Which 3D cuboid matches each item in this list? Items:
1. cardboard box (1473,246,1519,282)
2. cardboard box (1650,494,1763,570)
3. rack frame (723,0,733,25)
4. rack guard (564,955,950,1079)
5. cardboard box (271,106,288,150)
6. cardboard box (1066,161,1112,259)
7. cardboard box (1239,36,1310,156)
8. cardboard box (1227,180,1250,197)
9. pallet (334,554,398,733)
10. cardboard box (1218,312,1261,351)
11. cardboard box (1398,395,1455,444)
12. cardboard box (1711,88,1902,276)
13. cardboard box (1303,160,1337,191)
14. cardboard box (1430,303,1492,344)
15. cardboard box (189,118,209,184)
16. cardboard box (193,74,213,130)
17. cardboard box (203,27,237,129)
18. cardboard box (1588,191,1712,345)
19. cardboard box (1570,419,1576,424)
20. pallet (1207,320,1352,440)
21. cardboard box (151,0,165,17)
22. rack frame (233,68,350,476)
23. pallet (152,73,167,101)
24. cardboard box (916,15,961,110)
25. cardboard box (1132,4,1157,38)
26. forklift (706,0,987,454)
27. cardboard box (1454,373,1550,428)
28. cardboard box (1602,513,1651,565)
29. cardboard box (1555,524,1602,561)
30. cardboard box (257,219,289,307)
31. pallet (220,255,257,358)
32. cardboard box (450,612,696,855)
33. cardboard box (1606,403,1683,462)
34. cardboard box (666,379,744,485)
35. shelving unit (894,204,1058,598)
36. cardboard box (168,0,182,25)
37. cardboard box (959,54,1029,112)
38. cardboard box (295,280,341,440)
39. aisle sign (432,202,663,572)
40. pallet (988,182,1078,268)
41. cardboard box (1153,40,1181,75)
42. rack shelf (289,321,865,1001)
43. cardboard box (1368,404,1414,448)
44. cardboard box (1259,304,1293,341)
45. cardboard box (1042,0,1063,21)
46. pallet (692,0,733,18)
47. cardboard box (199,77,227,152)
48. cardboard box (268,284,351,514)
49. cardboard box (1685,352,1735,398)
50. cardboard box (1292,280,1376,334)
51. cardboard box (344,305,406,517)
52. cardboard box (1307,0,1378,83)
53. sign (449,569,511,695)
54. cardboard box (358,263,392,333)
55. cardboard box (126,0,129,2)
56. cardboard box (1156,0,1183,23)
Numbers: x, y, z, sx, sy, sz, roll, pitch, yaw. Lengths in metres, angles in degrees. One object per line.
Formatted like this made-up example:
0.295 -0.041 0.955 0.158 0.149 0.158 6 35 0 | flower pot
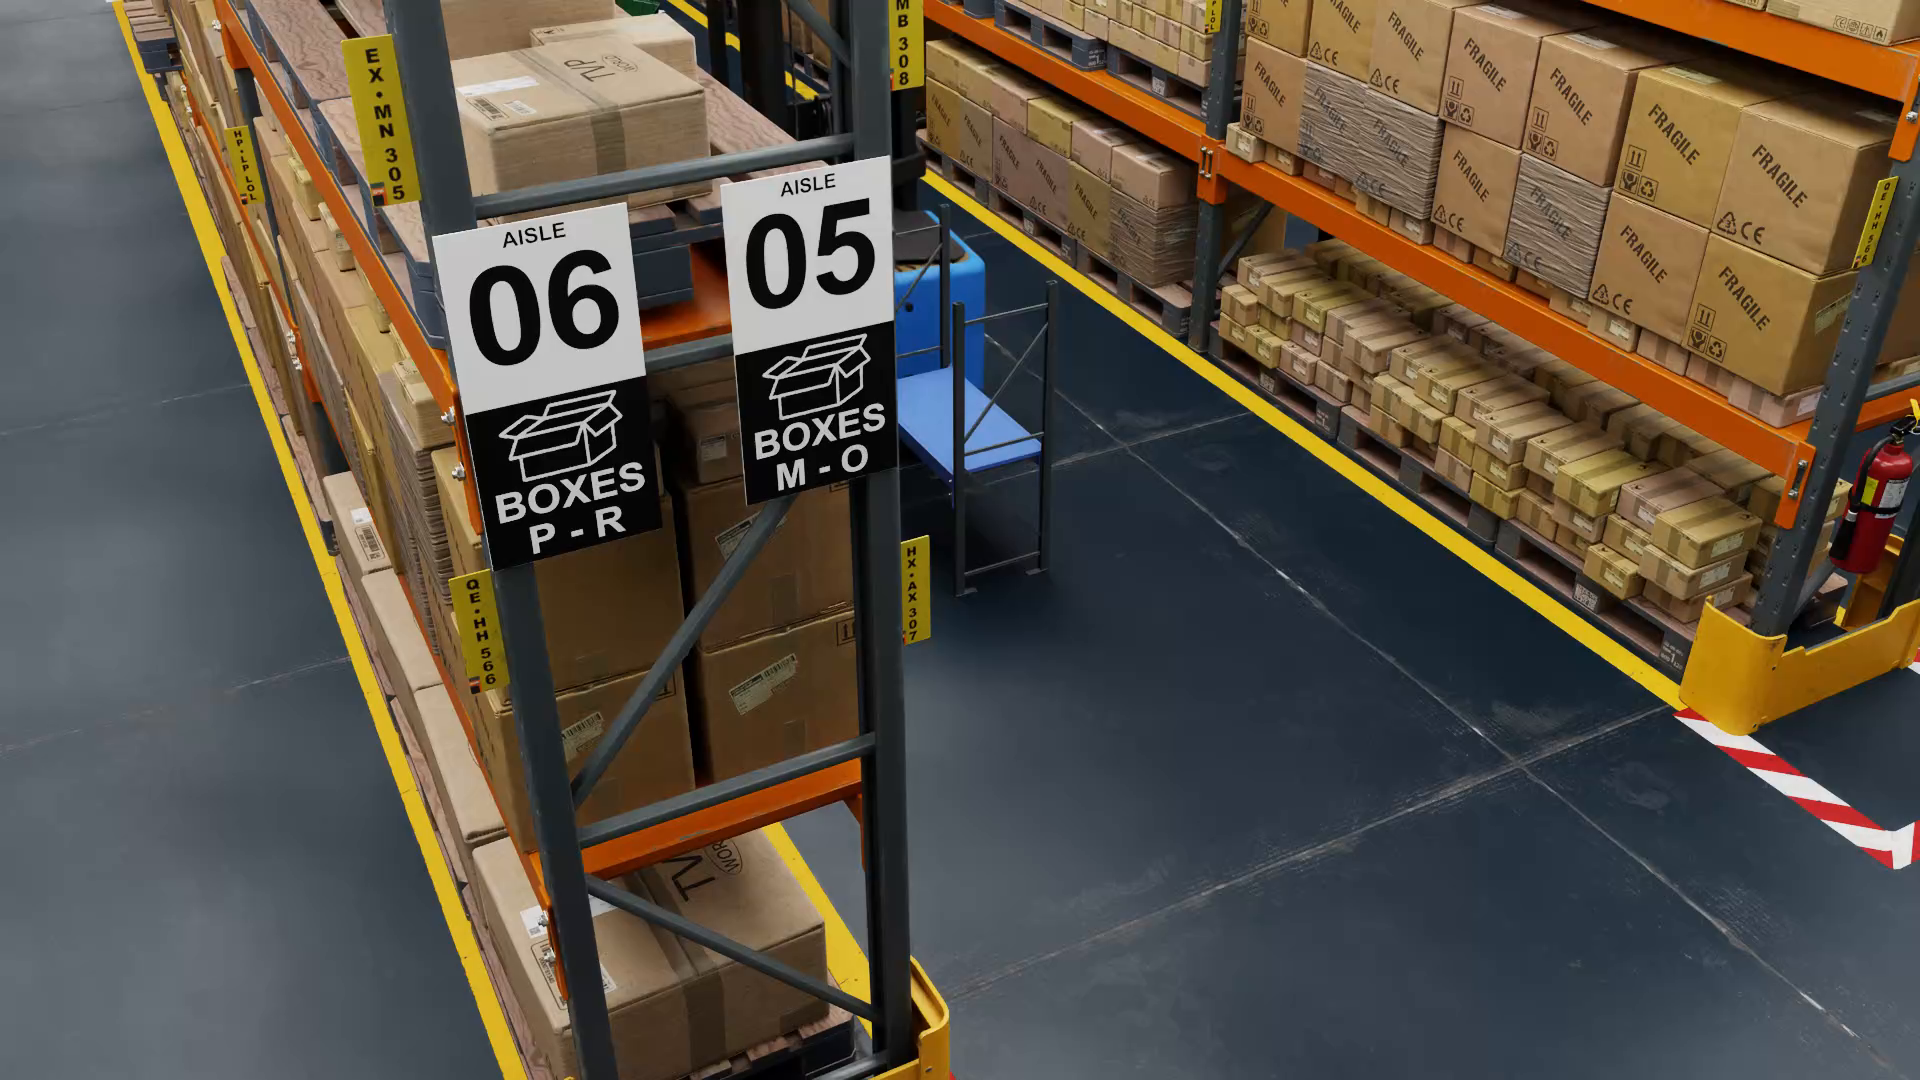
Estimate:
2.651 -1.360 7.825 0.380 0.149 0.250 -15 36 -22 | cardboard box
3.243 -0.037 7.230 0.380 0.149 0.250 -15 36 -23 | cardboard box
-1.881 -6.348 15.378 1.000 3.000 0.127 -16 36 -23 | rack frame
-0.607 1.736 5.078 1.175 0.500 0.348 -16 36 -23 | rack guard
-2.432 -1.639 6.407 0.380 0.149 0.250 -15 36 -22 | cardboard box
1.042 -2.190 10.815 0.500 0.500 0.500 -17 36 -24 | cardboard box
1.857 -2.398 8.844 0.500 0.500 0.500 -17 36 -24 | cardboard box
1.738 -2.390 10.432 0.500 0.250 0.500 -18 37 -25 | cardboard box
-2.198 0.319 7.556 1.003 0.211 1.213 -16 36 -23 | pallet
1.734 -1.252 9.678 0.380 0.149 0.250 -18 37 -25 | cardboard box
2.462 -0.646 8.456 0.380 0.149 0.250 -15 36 -23 | cardboard box
3.280 -1.366 6.306 0.500 0.500 0.500 -17 36 -24 | cardboard box
2.048 -1.989 8.806 0.380 0.149 0.250 -18 37 -25 | cardboard box
2.781 -1.175 9.005 0.380 0.149 0.250 -18 37 -25 | cardboard box
-4.954 -2.839 11.947 0.950 0.372 0.625 -17 36 -24 | cardboard box
-4.088 -2.546 9.582 0.500 0.250 0.500 -17 36 -24 | cardboard box
-3.162 -2.096 7.721 0.500 0.500 0.500 -15 36 -22 | cardboard box
3.041 -1.186 6.952 0.500 0.500 0.500 -16 36 -24 | cardboard box
3.195 -0.530 8.274 0.380 0.149 0.250 -18 37 -25 | cardboard box
2.193 -1.045 9.685 1.003 0.211 1.213 -16 36 -23 | pallet
-5.055 -3.533 10.828 0.380 0.149 0.250 -16 36 -23 | cardboard box
-2.483 -1.237 7.401 1.000 3.000 0.127 -16 36 -23 | rack frame
-6.558 -4.193 14.598 1.003 0.211 1.213 -16 36 -23 | pallet
-0.221 -3.982 13.381 1.050 0.750 0.750 -16 36 -24 | cardboard box
1.251 -3.112 9.894 0.380 0.149 0.250 -14 35 -21 | cardboard box
-0.885 -2.388 9.260 1.130 2.935 3.031 -13 35 -19 | forklift
2.679 -0.671 8.218 0.380 0.149 0.250 -17 36 -25 | cardboard box
3.141 -0.042 7.512 0.380 0.149 0.250 -17 36 -24 | cardboard box
3.027 -0.042 7.788 0.380 0.149 0.250 -16 36 -23 | cardboard box
-2.916 -1.325 7.676 0.500 0.250 0.500 -17 36 -24 | cardboard box
-4.047 -1.577 10.516 1.003 0.211 1.213 -16 36 -23 | pallet
-1.077 0.466 4.650 0.500 0.500 0.500 -16 36 -23 | cardboard box
3.342 -0.535 8.007 0.380 0.149 0.250 -18 37 -25 | cardboard box
-0.539 -0.304 4.323 0.380 0.149 0.250 -15 36 -22 | cardboard box
-0.040 -0.672 7.909 0.538 1.500 1.048 -16 36 -23 | shelving unit
-4.335 -3.312 9.620 0.500 0.500 0.500 -17 36 -25 | cardboard box
0.327 -3.248 11.771 0.500 0.250 0.500 -16 36 -24 | cardboard box
-2.265 -0.748 6.545 0.500 0.500 0.500 -16 36 -23 | cardboard box
-0.859 -0.311 3.545 0.394 0.787 0.004 -16 36 -23 | aisle sign
0.911 -2.311 11.661 1.003 0.211 1.213 -16 36 -23 | pallet
1.366 -2.865 9.785 0.380 0.149 0.250 -16 36 -23 | cardboard box
-1.551 0.020 6.105 1.077 0.370 4.000 -16 36 -23 | rack shelf
2.375 -0.643 8.727 0.380 0.149 0.250 -17 36 -24 | cardboard box
1.932 -1.281 9.446 0.380 0.149 0.250 -16 36 -23 | cardboard box
0.754 -3.489 10.760 0.380 0.149 0.250 -17 36 -25 | cardboard box
-2.167 -5.557 16.728 1.003 0.211 1.213 -16 36 -23 | pallet
-3.644 -2.256 8.667 0.500 0.250 0.500 -15 36 -22 | cardboard box
-2.843 -0.795 8.291 0.875 0.875 0.875 -15 35 -22 | cardboard box
3.229 -0.729 6.839 0.380 0.149 0.250 -16 36 -23 | cardboard box
2.063 -1.286 9.179 0.380 0.149 0.250 -16 36 -24 | cardboard box
-1.551 -0.441 5.138 0.500 0.500 0.500 -16 36 -23 | cardboard box
2.099 -2.599 8.230 0.500 0.500 0.500 -17 36 -25 | cardboard box
-1.105 0.214 3.842 0.100 0.325 0.005 -16 36 -23 | sign
-1.606 -0.781 5.067 0.380 0.149 0.250 -15 36 -22 | cardboard box
-7.716 -5.283 15.875 0.500 0.250 0.500 -15 35 -21 | cardboard box
1.363 -3.123 9.636 0.380 0.149 0.250 -17 36 -25 | cardboard box
